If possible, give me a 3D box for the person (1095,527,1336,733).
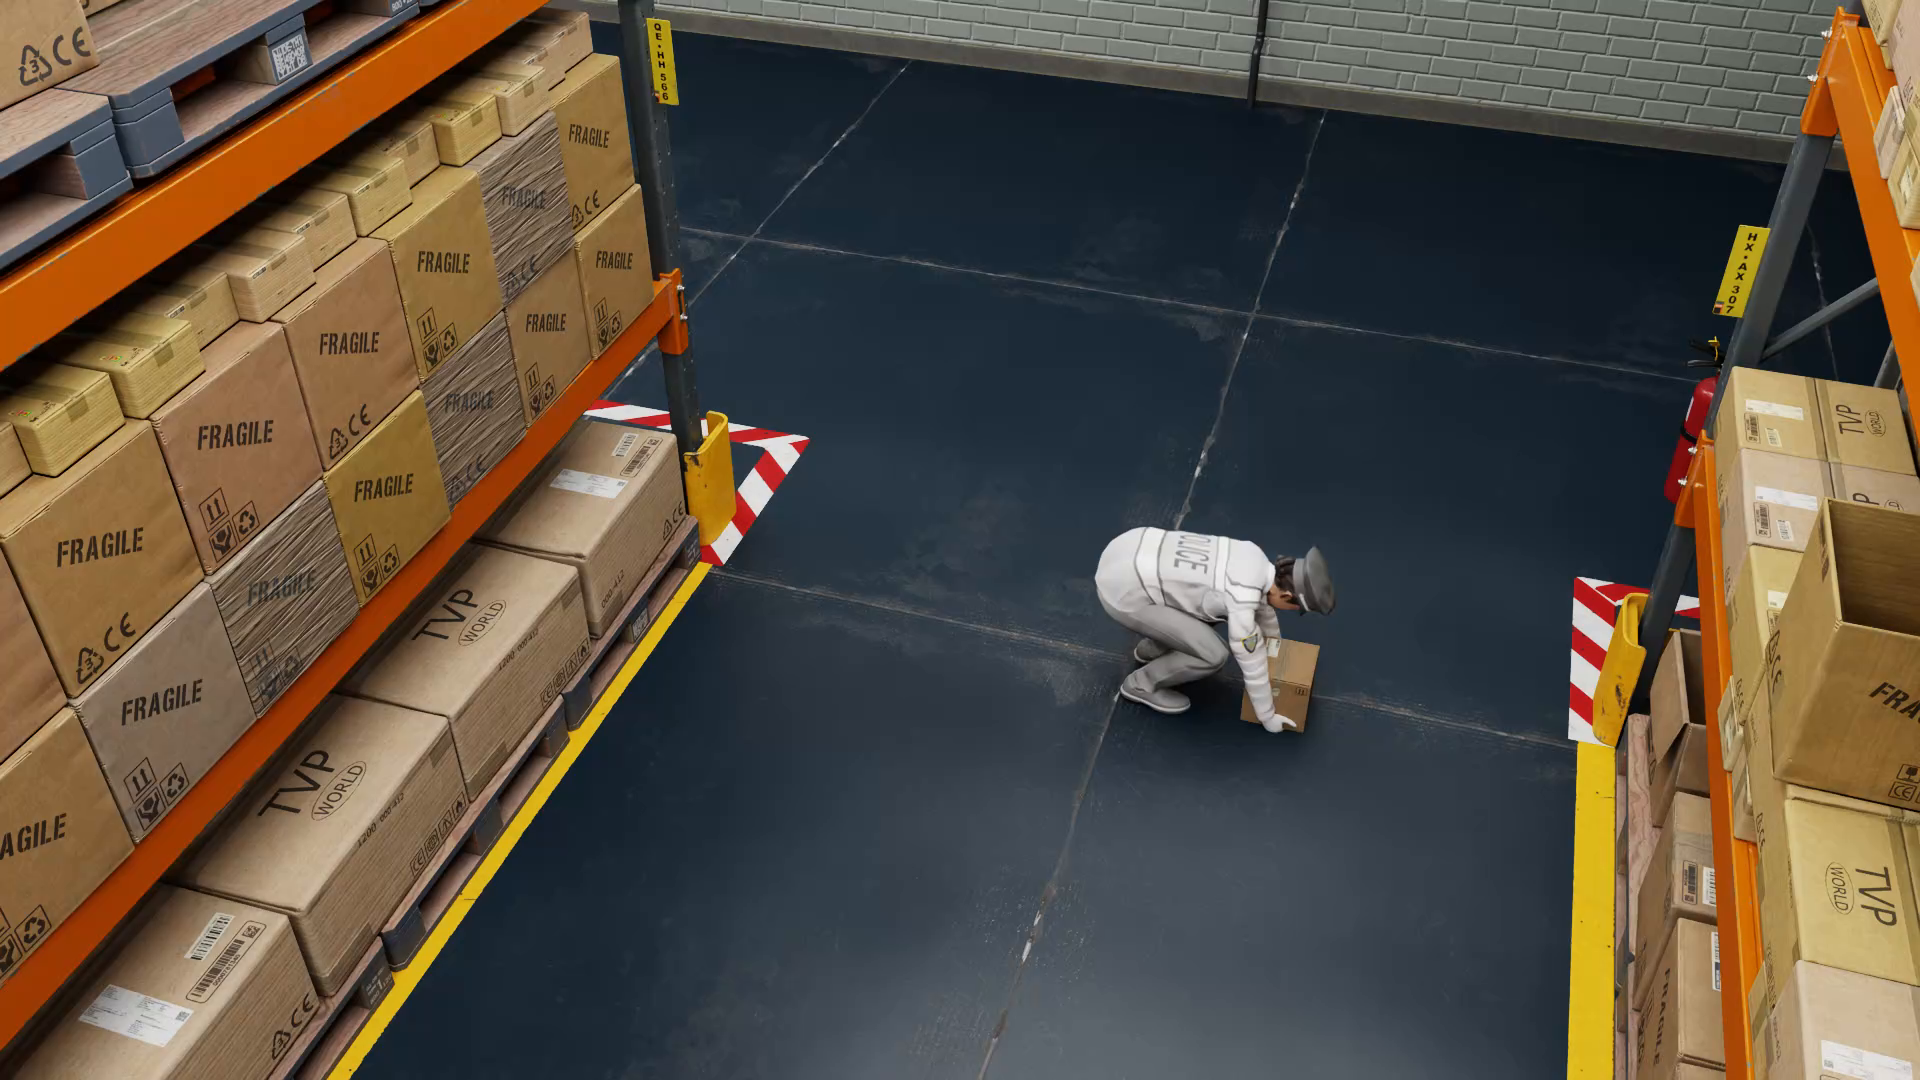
[{"bbox_3d":[0.983,0.316,6.506,0.915,0.762,0.456,10,38,13],"label":"person"}]
